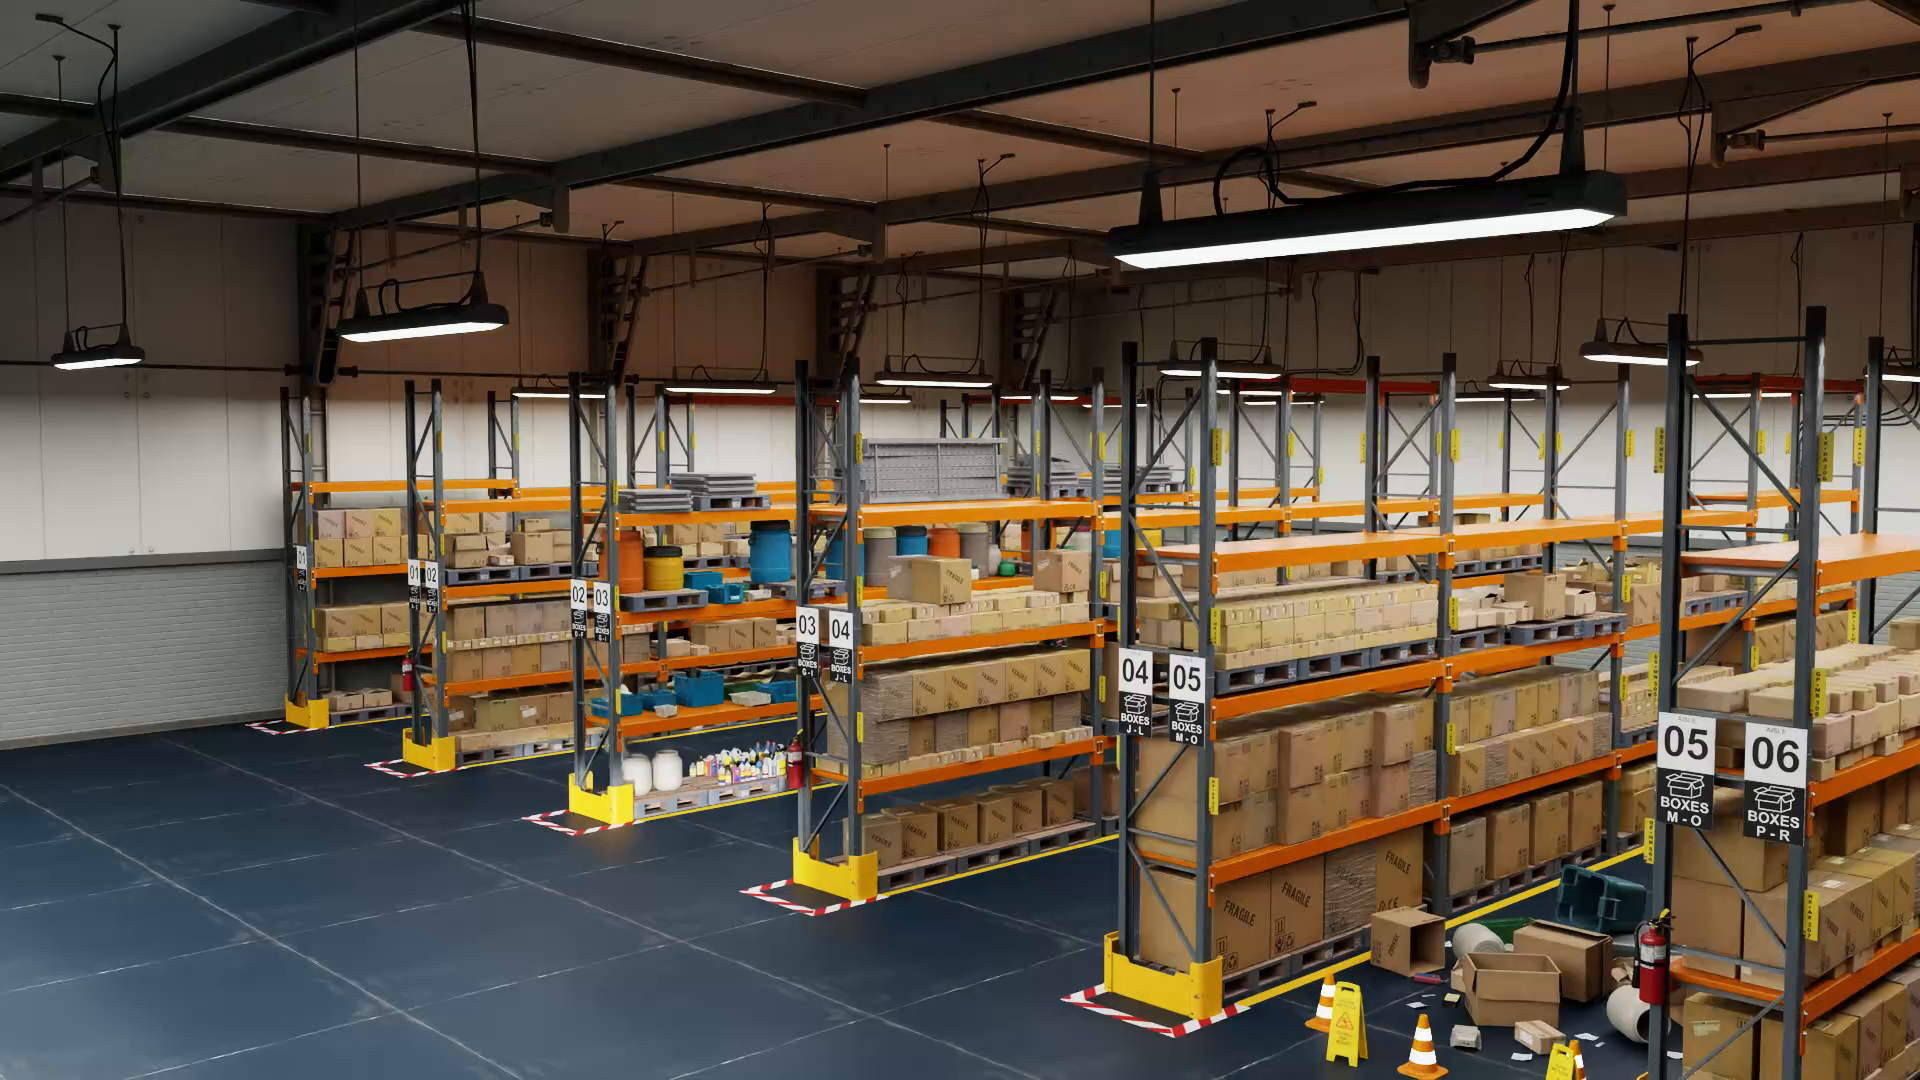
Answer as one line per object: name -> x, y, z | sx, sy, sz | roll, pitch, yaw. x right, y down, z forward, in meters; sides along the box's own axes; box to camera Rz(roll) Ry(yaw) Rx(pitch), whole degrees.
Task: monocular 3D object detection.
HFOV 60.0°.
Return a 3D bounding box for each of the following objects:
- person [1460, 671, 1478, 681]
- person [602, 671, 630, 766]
person -> 7.661, 2.755, 24.982 | 0.508, 1.681, 0.743 | -1, 4, -17
person -> -5.102, 2.750, 24.895 | 0.495, 1.631, 0.640 | -2, 4, -34
